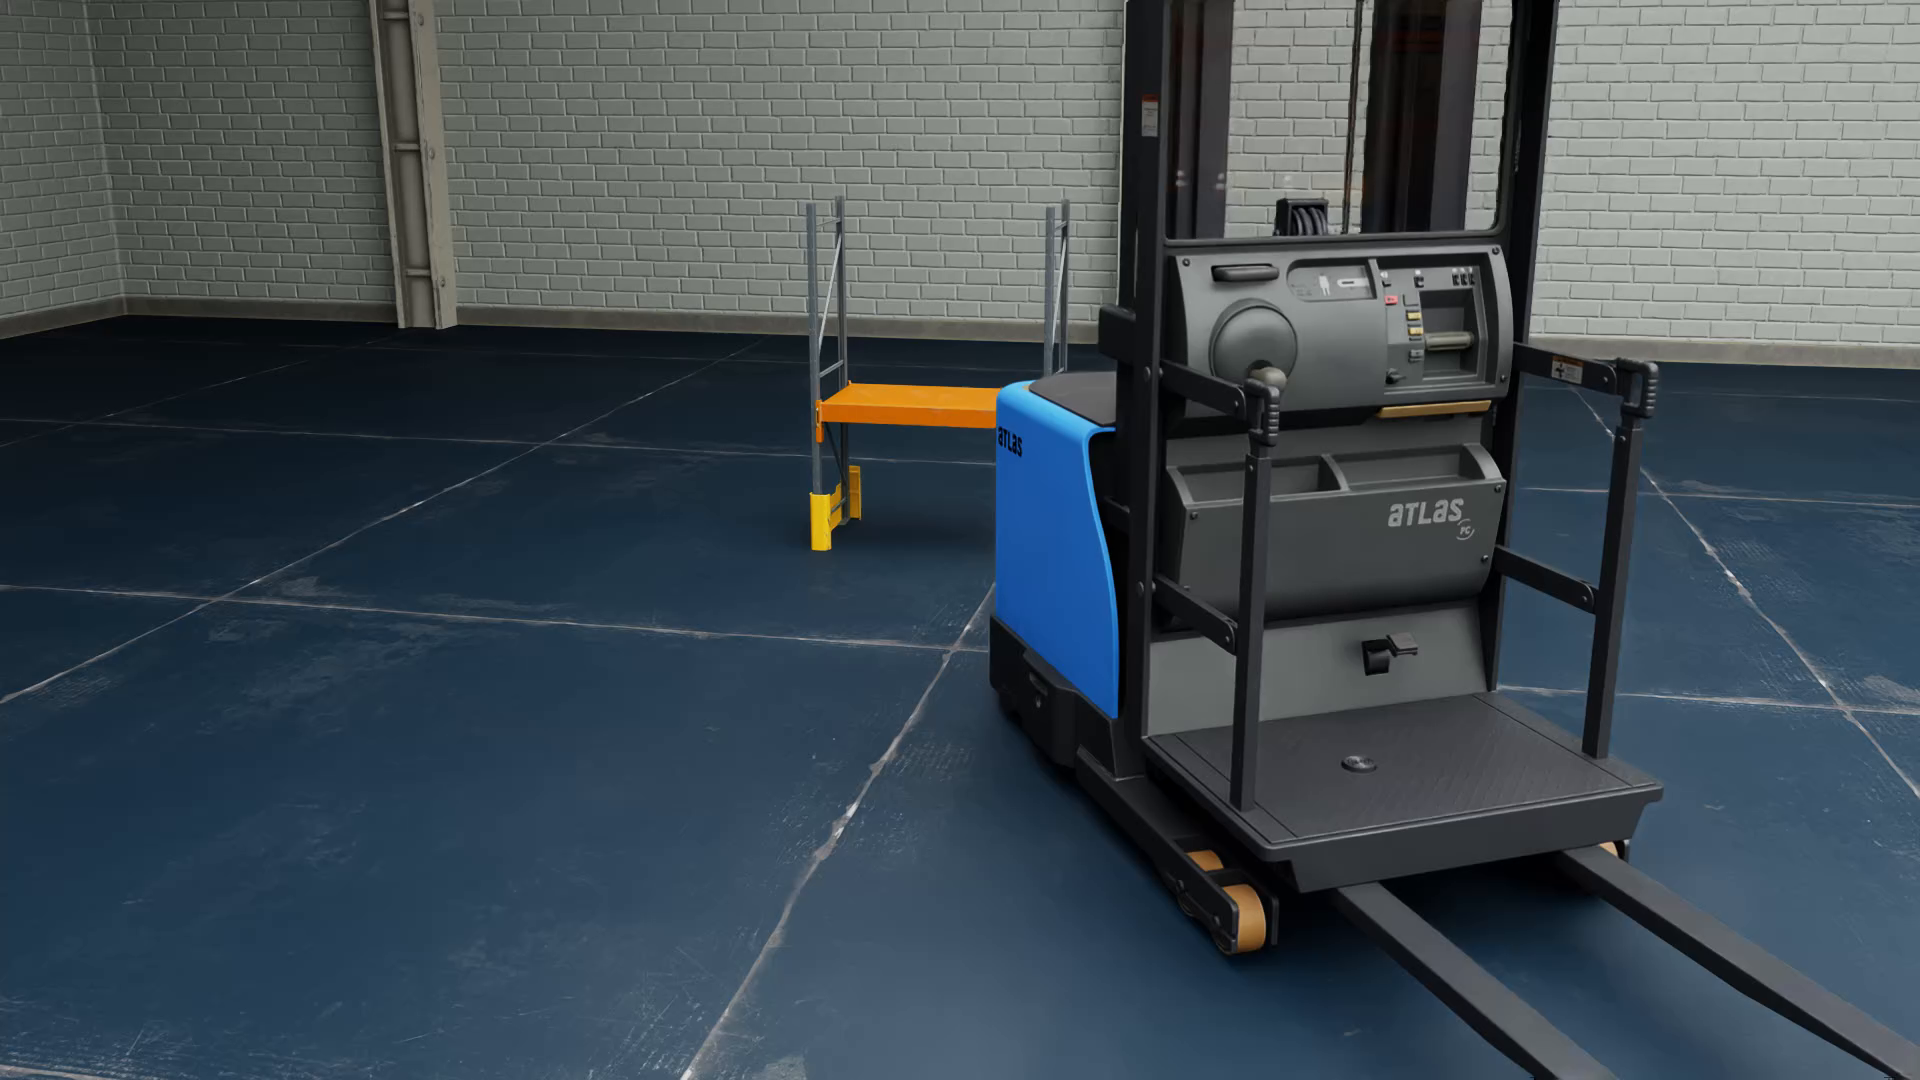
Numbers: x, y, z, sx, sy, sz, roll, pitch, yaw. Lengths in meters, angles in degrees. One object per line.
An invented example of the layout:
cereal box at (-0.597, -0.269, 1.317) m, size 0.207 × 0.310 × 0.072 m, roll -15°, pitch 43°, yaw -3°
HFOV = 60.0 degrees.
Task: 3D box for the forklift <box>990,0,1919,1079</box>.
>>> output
forklift at (1.044, -0.550, 3.985) m, size 1.130 × 2.935 × 3.031 m, roll -5°, pitch 16°, yaw -18°

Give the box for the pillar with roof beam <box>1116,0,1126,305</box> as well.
pillar with roof beam at (0.551, -4.692, 7.574) m, size 0.400 × 9.000 × 9.100 m, roll 3°, pitch 16°, yaw 11°

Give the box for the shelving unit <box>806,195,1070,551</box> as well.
shelving unit at (-0.075, -0.727, 7.306) m, size 1.083 × 1.500 × 0.587 m, roll 3°, pitch 16°, yaw 11°

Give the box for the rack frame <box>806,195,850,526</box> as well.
rack frame at (-0.582, -0.754, 7.406) m, size 0.032 × 1.500 × 0.500 m, roll 3°, pitch 16°, yaw 11°

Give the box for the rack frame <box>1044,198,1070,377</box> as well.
rack frame at (0.415, -0.700, 7.211) m, size 0.032 × 1.500 × 0.500 m, roll 3°, pitch 16°, yaw 11°

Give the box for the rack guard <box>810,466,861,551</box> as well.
rack guard at (-0.563, -0.151, 7.569) m, size 0.087 × 0.250 × 0.587 m, roll 3°, pitch 16°, yaw 11°

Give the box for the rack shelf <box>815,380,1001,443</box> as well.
rack shelf at (-0.084, -0.554, 7.356) m, size 1.000 × 0.185 × 0.538 m, roll 3°, pitch 16°, yaw 11°

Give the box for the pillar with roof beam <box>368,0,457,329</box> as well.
pillar with roof beam at (-5.329, -5.011, 8.726) m, size 0.400 × 9.000 × 9.100 m, roll 3°, pitch 16°, yaw 11°
